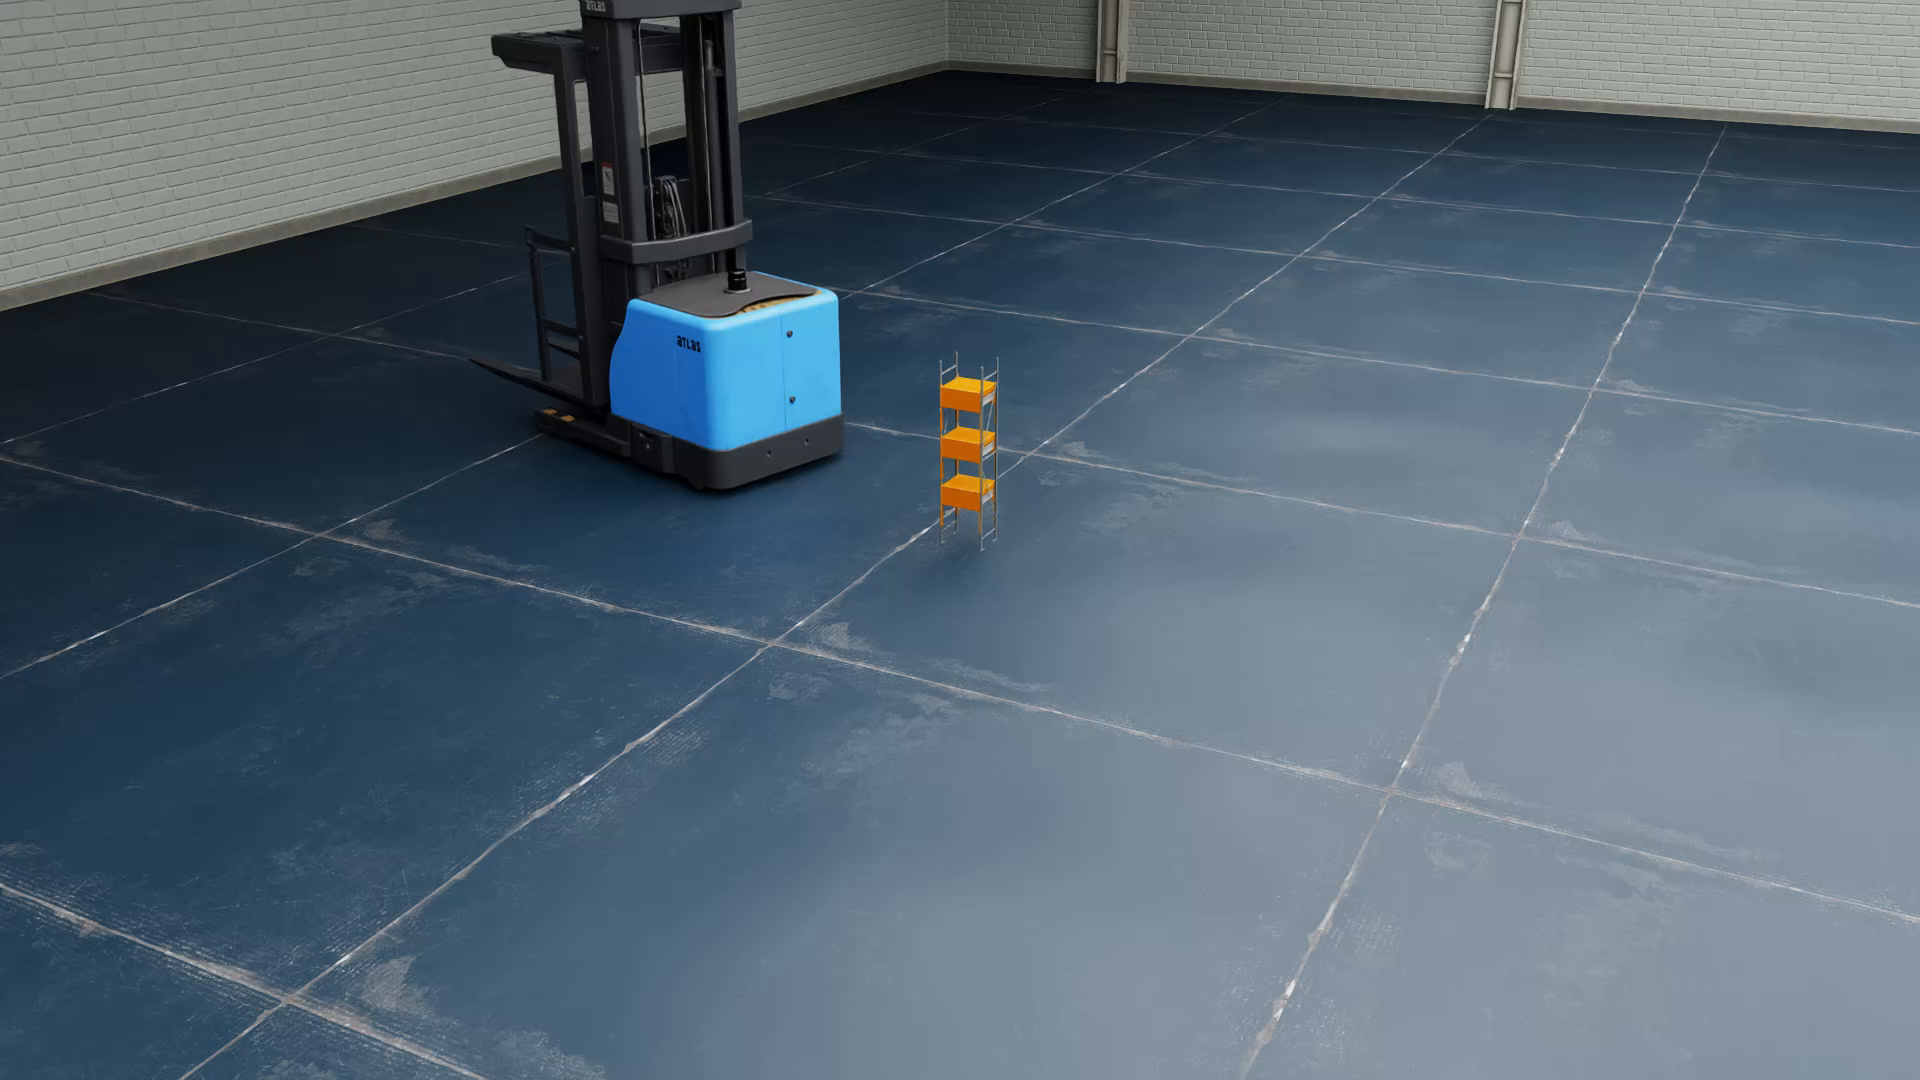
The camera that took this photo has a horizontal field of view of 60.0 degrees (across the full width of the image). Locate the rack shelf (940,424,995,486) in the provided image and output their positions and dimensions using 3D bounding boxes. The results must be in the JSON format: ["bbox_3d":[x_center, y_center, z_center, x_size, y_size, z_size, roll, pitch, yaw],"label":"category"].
[{"bbox_3d":[0.048,-0.464,9.026,0.240,0.259,0.215,11,25,25],"label":"rack shelf"}]

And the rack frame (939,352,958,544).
[{"bbox_3d":[-0.061,-0.495,9.073,0.008,1.050,0.200,11,25,25],"label":"rack frame"}]

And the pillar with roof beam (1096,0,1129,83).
[{"bbox_3d":[0.447,-9.893,21.014,0.400,9.000,9.100,11,25,25],"label":"pillar with roof beam"}]

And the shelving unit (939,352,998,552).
[{"bbox_3d":[0.048,-0.474,9.022,0.252,1.050,0.215,11,25,25],"label":"shelving unit"}]

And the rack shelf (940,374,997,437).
[{"bbox_3d":[0.048,-0.725,8.915,0.240,0.259,0.215,11,25,25],"label":"rack shelf"}]

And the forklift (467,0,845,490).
[{"bbox_3d":[-2.139,-2.118,10.486,3.031,2.935,1.130,20,30,39],"label":"forklift"}]

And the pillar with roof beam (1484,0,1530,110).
[{"bbox_3d":[5.801,-8.834,18.523,0.400,9.000,9.100,11,25,25],"label":"pillar with roof beam"}]

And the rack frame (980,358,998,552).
[{"bbox_3d":[0.157,-0.452,8.972,0.008,1.050,0.200,11,25,25],"label":"rack frame"}]

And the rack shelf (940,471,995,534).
[{"bbox_3d":[0.048,-0.208,9.135,0.240,0.259,0.215,11,25,25],"label":"rack shelf"}]
